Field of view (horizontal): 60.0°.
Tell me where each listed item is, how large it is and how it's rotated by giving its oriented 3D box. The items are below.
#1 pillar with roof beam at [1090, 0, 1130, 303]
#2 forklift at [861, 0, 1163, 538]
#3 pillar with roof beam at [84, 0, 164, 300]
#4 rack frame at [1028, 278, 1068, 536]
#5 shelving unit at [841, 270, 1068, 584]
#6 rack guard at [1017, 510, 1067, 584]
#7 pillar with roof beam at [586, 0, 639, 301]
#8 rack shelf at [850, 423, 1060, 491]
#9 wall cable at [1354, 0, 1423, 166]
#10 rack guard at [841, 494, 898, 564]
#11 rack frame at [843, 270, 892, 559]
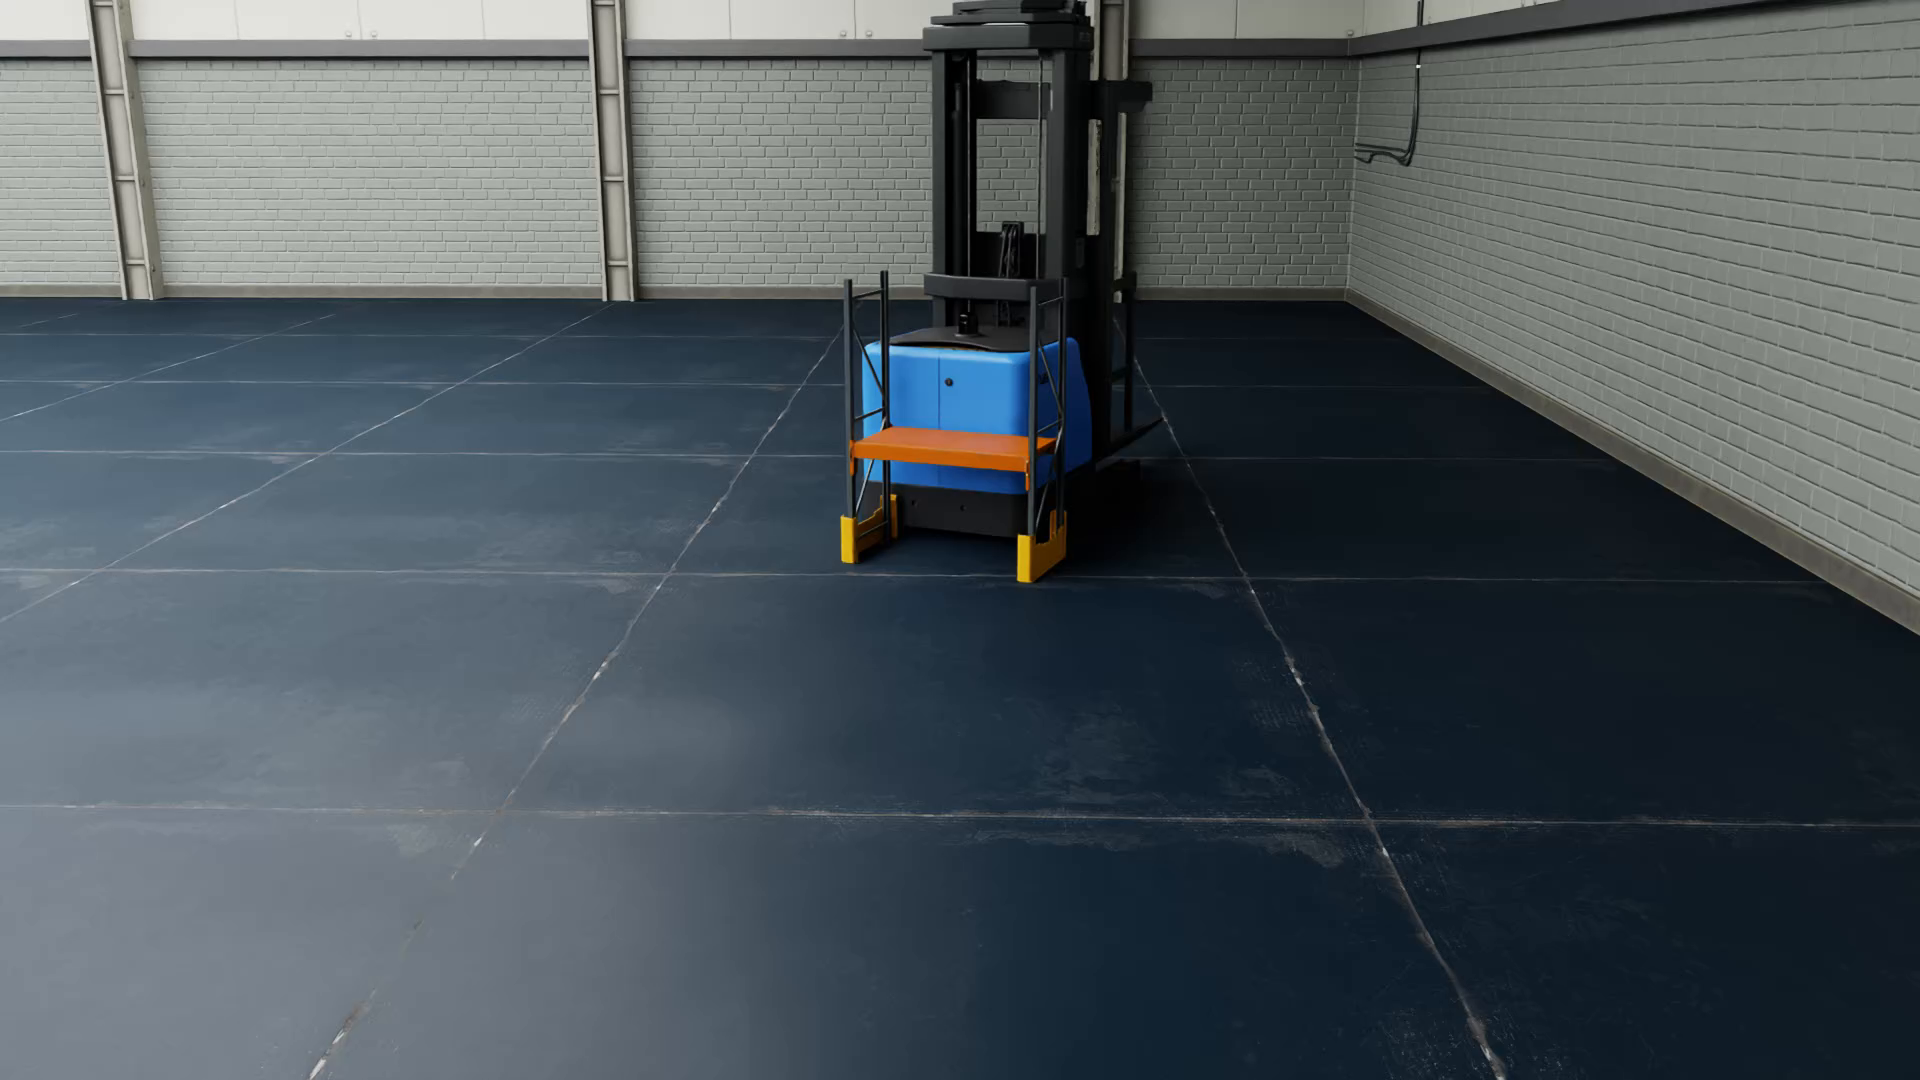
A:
[{"bbox_3d":[1.681,-6.198,15.193,0.400,9.000,9.100,0,15,1],"label":"pillar with roof beam"},{"bbox_3d":[0.507,-1.757,10.252,1.130,2.935,3.031,7,16,24],"label":"forklift"},{"bbox_3d":[-10.315,-6.276,15.490,0.400,9.000,9.100,0,15,1],"label":"pillar with roof beam"},{"bbox_3d":[0.452,-0.573,8.571,0.032,1.500,0.500,6,16,21],"label":"rack frame"},{"bbox_3d":[-0.028,-0.622,8.757,1.083,1.500,0.587,6,16,21],"label":"shelving unit"},{"bbox_3d":[0.434,0.030,8.738,0.087,0.250,0.587,6,16,21],"label":"rack guard"},{"bbox_3d":[-4.317,-6.237,15.341,0.400,9.000,9.100,0,15,1],"label":"pillar with roof beam"},{"bbox_3d":[-0.020,-0.447,8.800,1.000,0.185,0.538,6,16,21],"label":"rack shelf"},{"bbox_3d":[4.702,-5.438,18.400,0.112,2.526,3.097,0,15,1],"label":"wall cable"},{"bbox_3d":[-0.491,-0.065,9.096,0.087,0.250,0.587,6,16,21],"label":"rack guard"},{"bbox_3d":[-0.492,-0.669,8.937,0.032,1.500,0.500,6,16,21],"label":"rack frame"}]
